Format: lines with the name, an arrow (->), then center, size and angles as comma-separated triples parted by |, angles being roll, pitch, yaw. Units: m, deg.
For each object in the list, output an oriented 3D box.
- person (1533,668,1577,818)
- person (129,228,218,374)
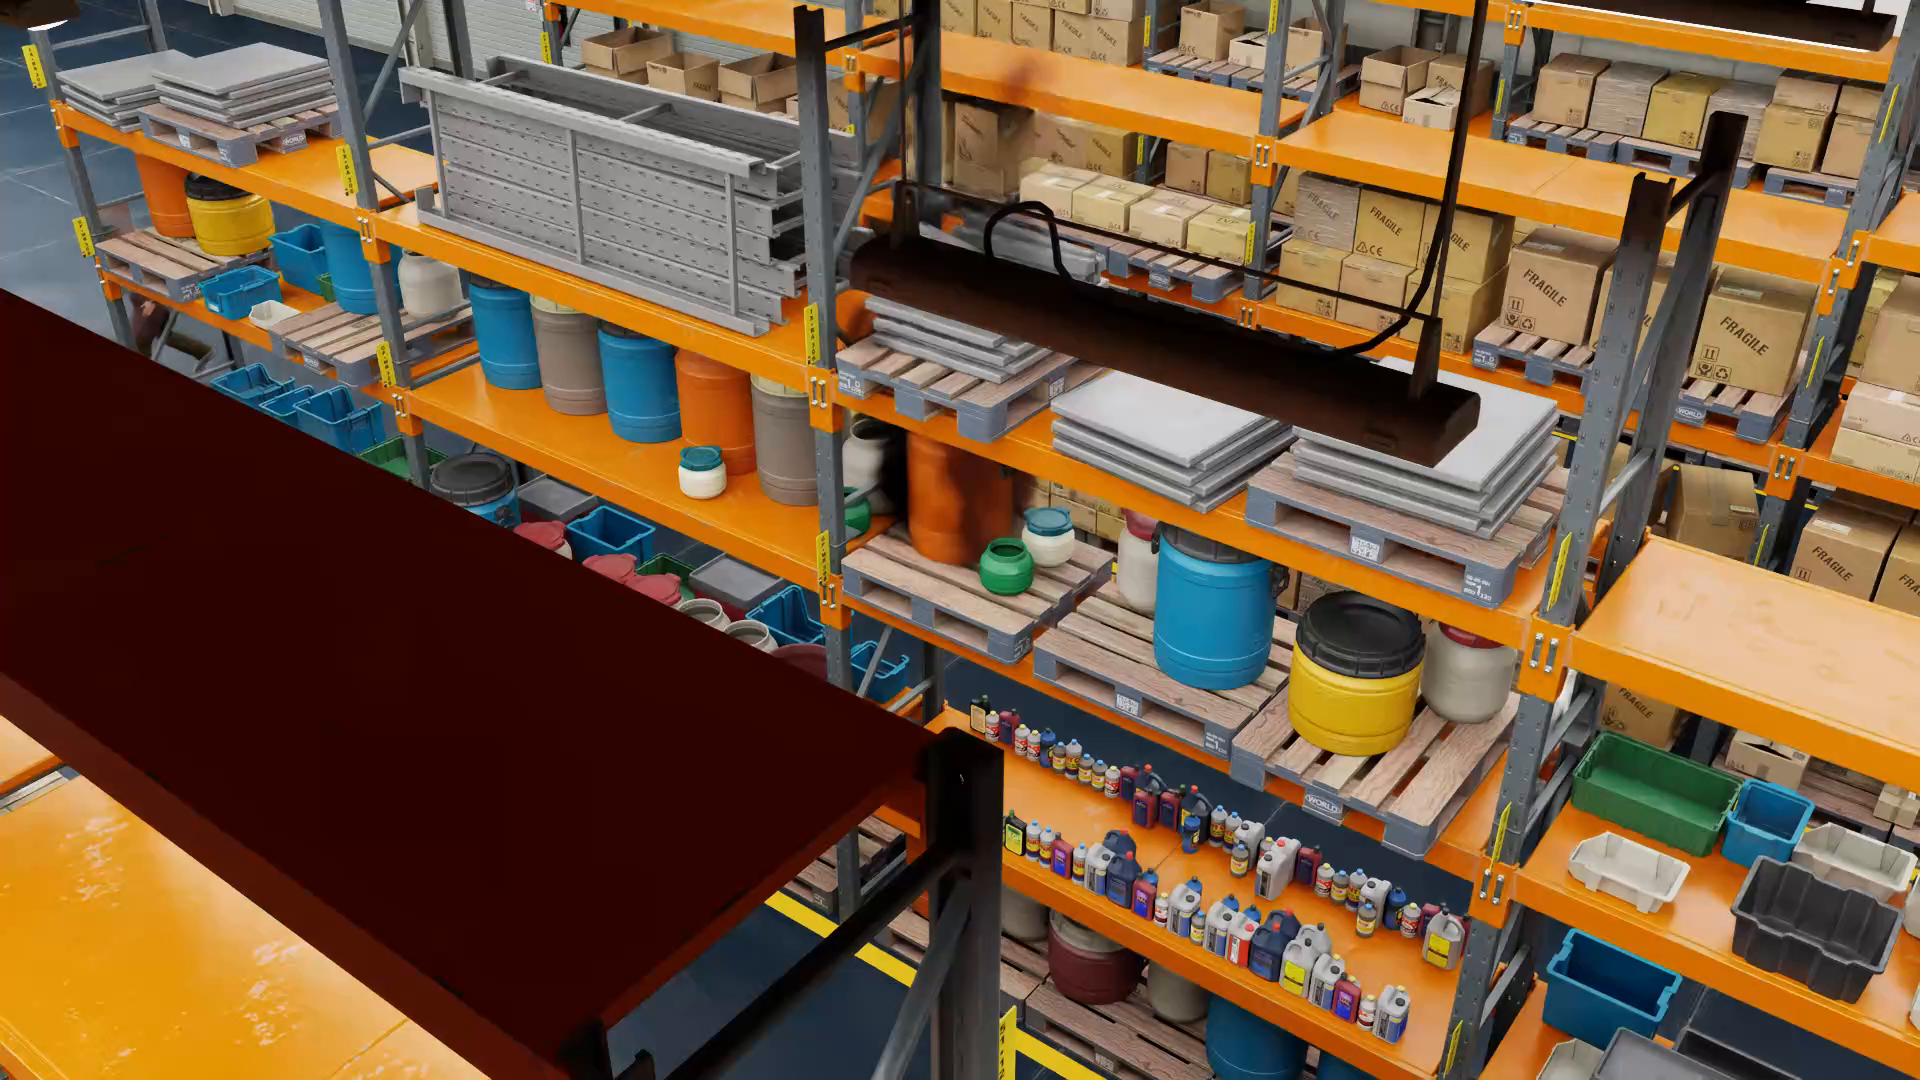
person -> 3.793, 1.392, 10.874 | 0.802, 1.833, 0.669 | 14, 34, 22
person -> -8.519, -2.429, 17.500 | 1.075, 1.743, 0.704 | -14, 34, -22
